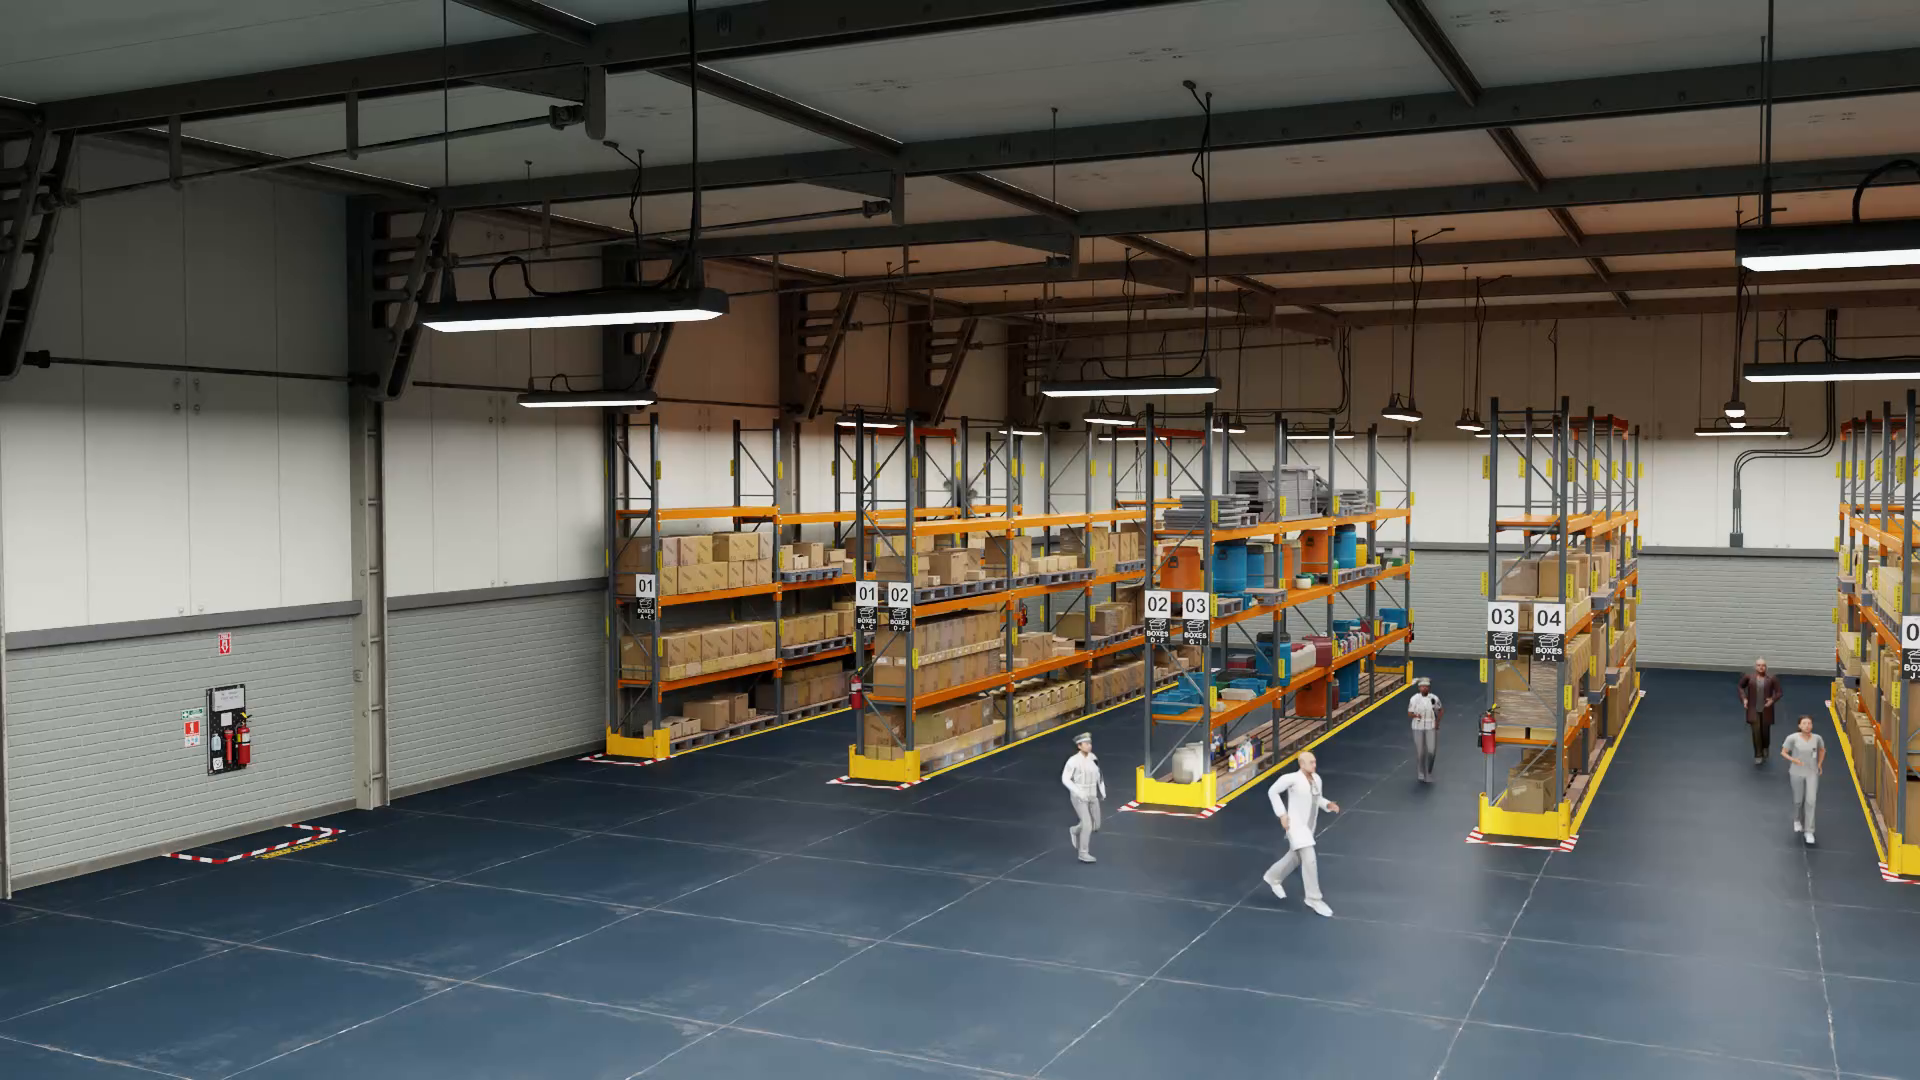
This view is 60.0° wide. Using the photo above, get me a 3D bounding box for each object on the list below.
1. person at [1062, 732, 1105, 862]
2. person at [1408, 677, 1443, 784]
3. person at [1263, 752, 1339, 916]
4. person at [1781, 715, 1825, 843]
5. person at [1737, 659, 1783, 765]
[{"bbox_3d":[1.568,3.273,21.334,0.667,1.644,0.564,-2,3,-37],"label":"person"},{"bbox_3d":[7.436,3.051,26.558,0.557,1.701,0.637,1,2,13],"label":"person"},{"bbox_3d":[3.890,3.311,19.041,0.649,1.805,0.977,-2,3,-44],"label":"person"},{"bbox_3d":[11.462,3.203,22.600,0.567,1.672,0.911,1,3,20],"label":"person"},{"bbox_3d":[13.701,2.923,28.497,0.717,1.770,0.861,1,3,26],"label":"person"}]
